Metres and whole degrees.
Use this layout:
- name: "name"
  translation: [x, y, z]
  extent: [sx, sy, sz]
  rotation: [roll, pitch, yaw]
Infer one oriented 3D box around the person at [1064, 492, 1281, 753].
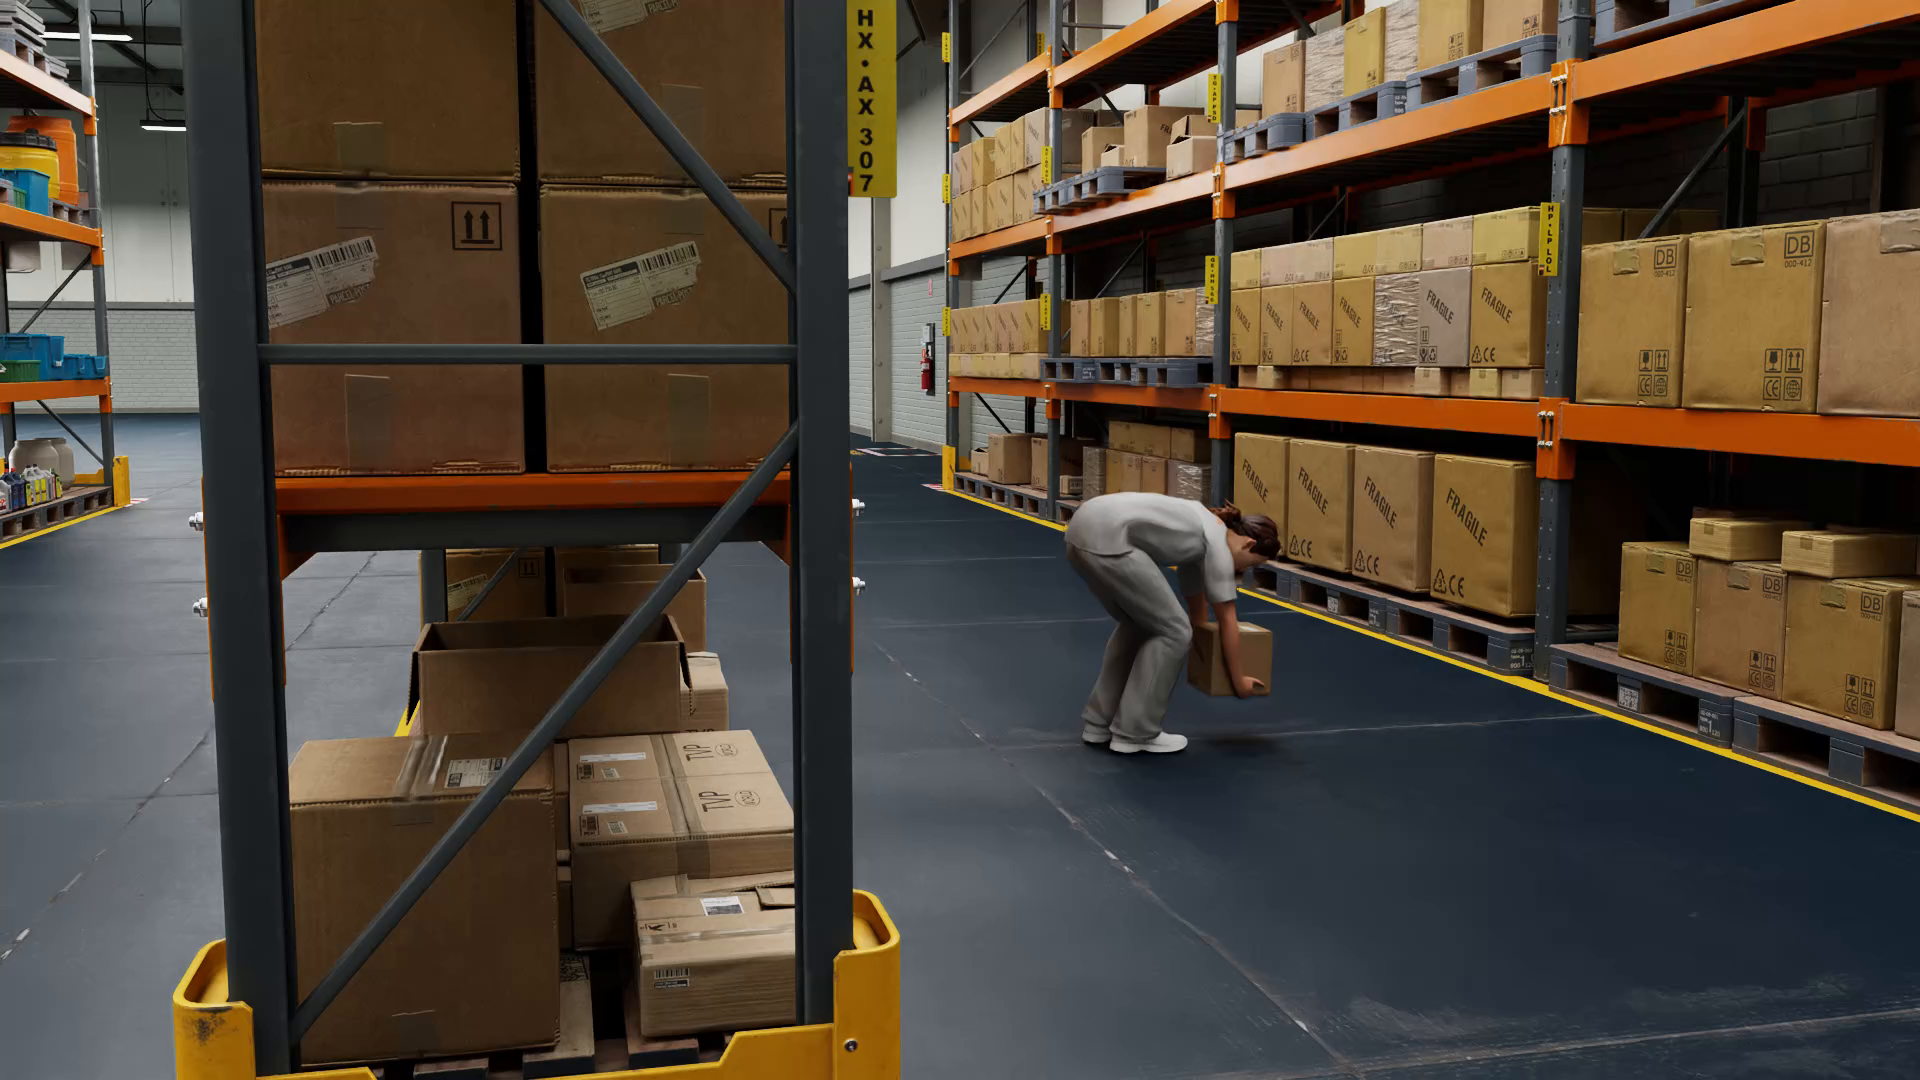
- name: "person"
  translation: [0.833, 0.305, 6.476]
  extent: [0.865, 0.998, 0.439]
  rotation: [-2, 6, -16]
